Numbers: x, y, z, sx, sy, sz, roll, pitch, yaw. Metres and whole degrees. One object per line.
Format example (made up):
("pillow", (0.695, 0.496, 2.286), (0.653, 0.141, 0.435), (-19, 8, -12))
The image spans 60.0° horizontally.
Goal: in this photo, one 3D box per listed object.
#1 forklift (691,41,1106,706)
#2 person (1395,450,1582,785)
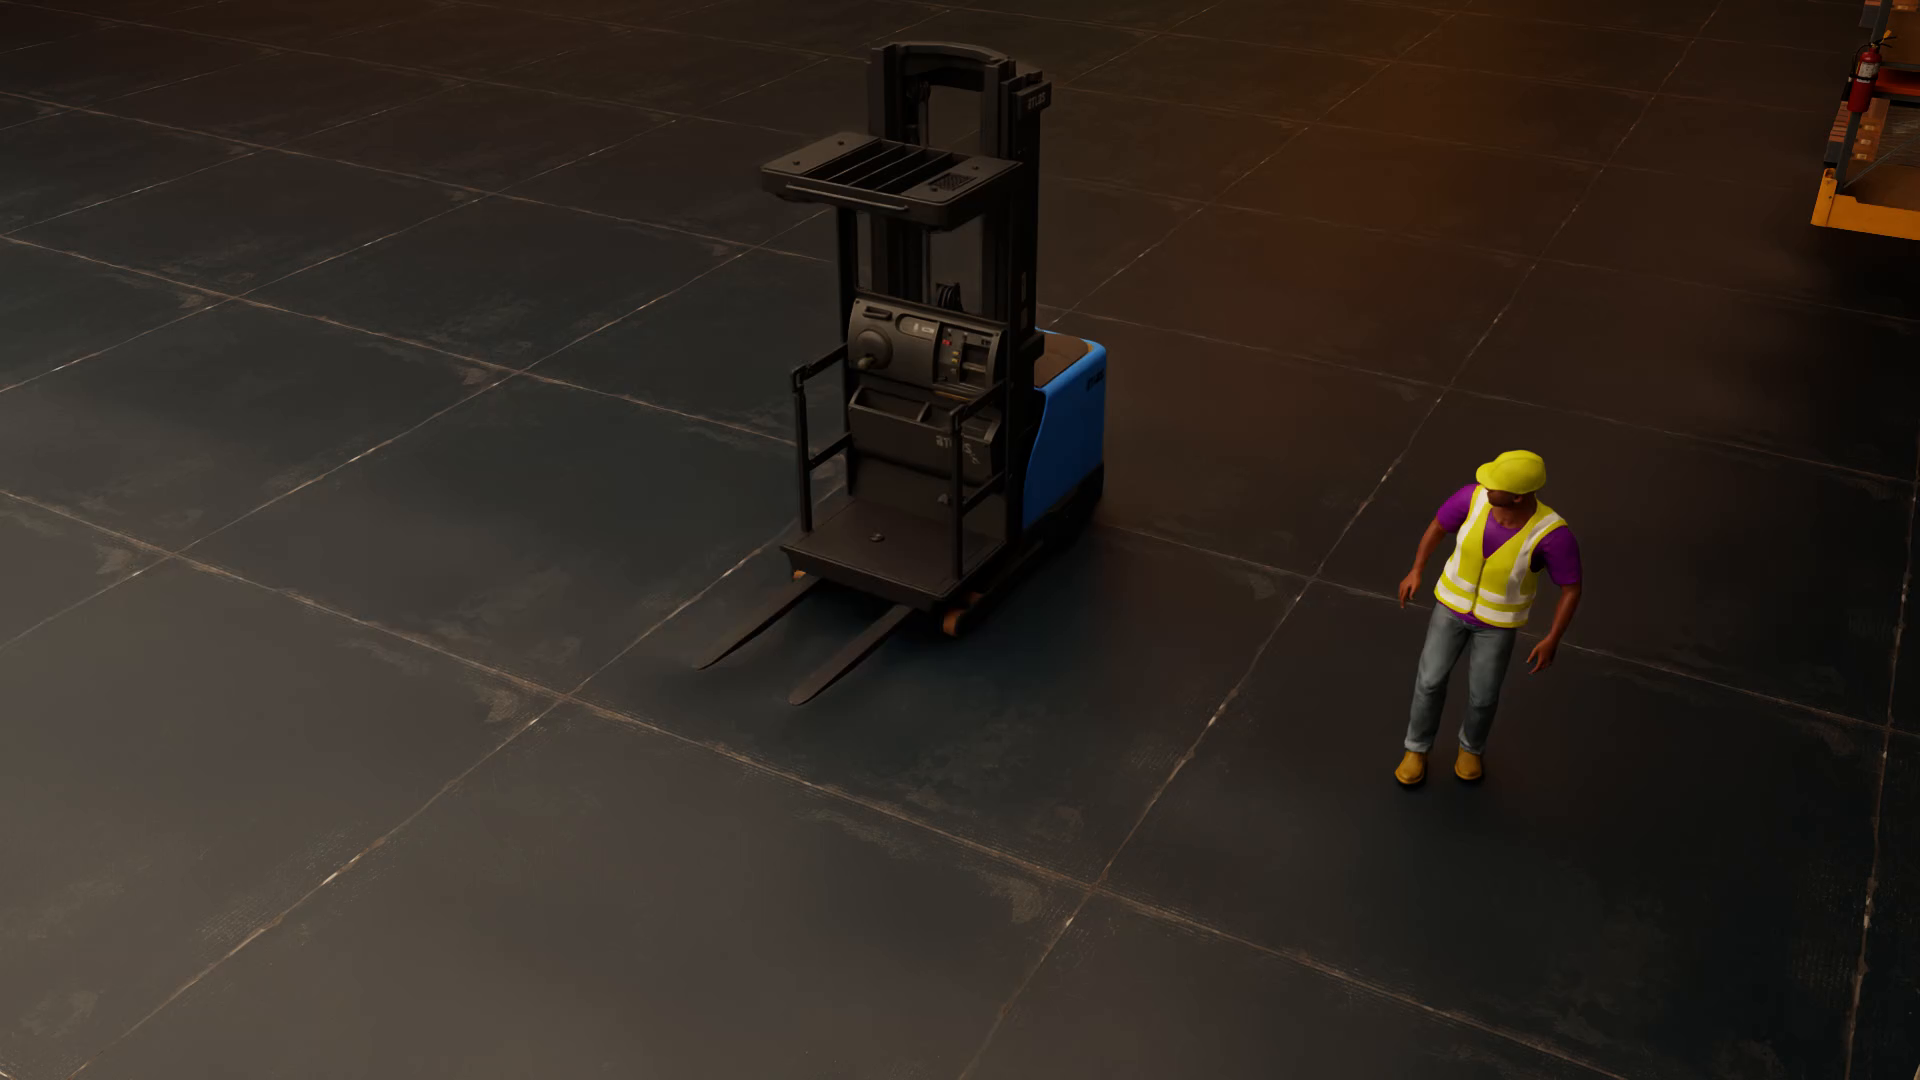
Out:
("forklift", (-0.305, -0.999, 8.802), (1.130, 2.935, 3.031), (17, 34, 26))
("person", (2.379, 0.363, 7.628), (0.794, 1.748, 0.521), (18, 34, 28))
